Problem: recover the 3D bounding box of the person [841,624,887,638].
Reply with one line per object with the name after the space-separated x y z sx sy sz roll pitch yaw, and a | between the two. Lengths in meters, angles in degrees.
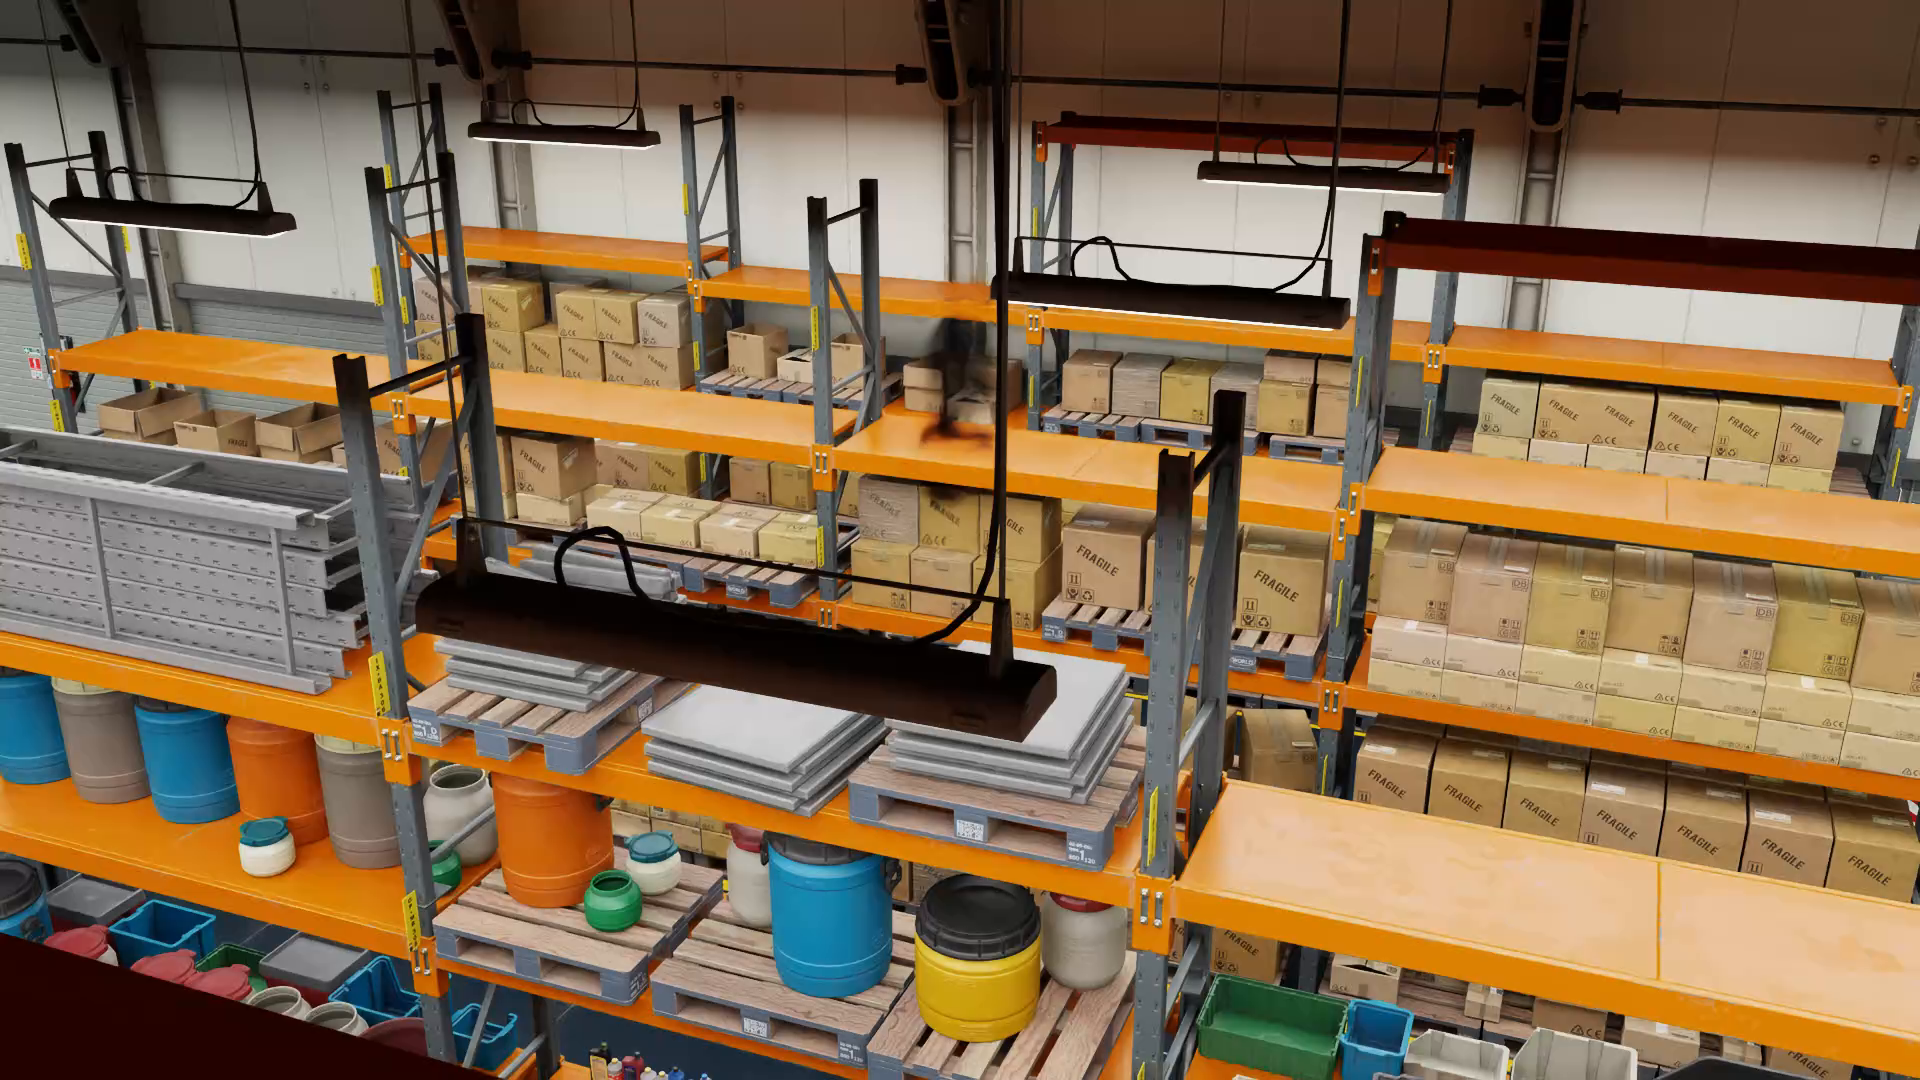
-0.918 1.081 17.260 0.765 1.695 0.565 2 21 6 | person
